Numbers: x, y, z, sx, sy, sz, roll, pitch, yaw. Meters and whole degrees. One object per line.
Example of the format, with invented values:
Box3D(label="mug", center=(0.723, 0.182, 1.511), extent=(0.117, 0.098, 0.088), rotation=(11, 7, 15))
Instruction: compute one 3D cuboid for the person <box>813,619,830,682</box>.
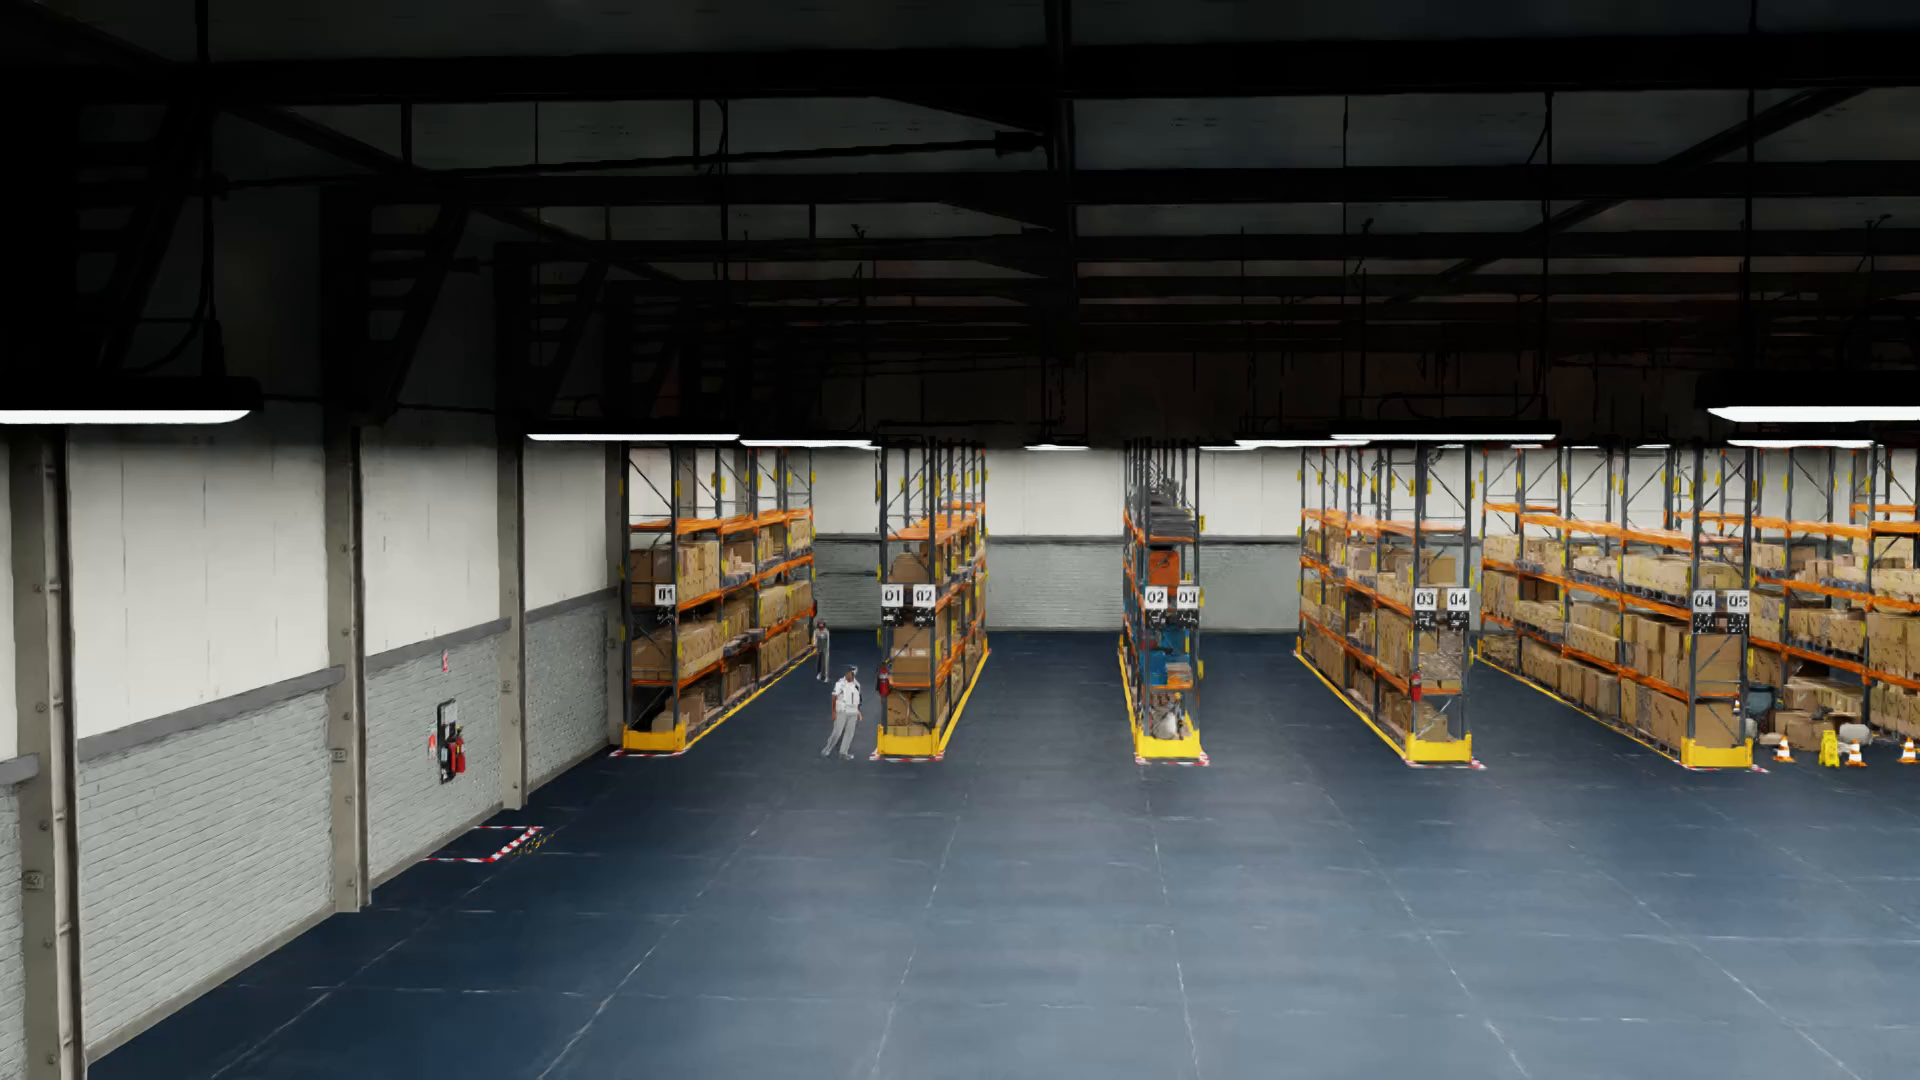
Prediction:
Box3D(label="person", center=(-3.446, 2.731, 41.340), extent=(0.412, 1.533, 0.955), rotation=(0, 3, -4))

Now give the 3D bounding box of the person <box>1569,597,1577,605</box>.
Box3D(label="person", center=(16.576, 2.386, 44.936), extent=(0.444, 1.711, 0.581), rotation=(-2, 3, -27))

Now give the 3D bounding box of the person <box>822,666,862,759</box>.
Box3D(label="person", center=(-2.200, 3.208, 30.996), extent=(0.733, 1.723, 0.550), rotation=(-2, 4, -33))
